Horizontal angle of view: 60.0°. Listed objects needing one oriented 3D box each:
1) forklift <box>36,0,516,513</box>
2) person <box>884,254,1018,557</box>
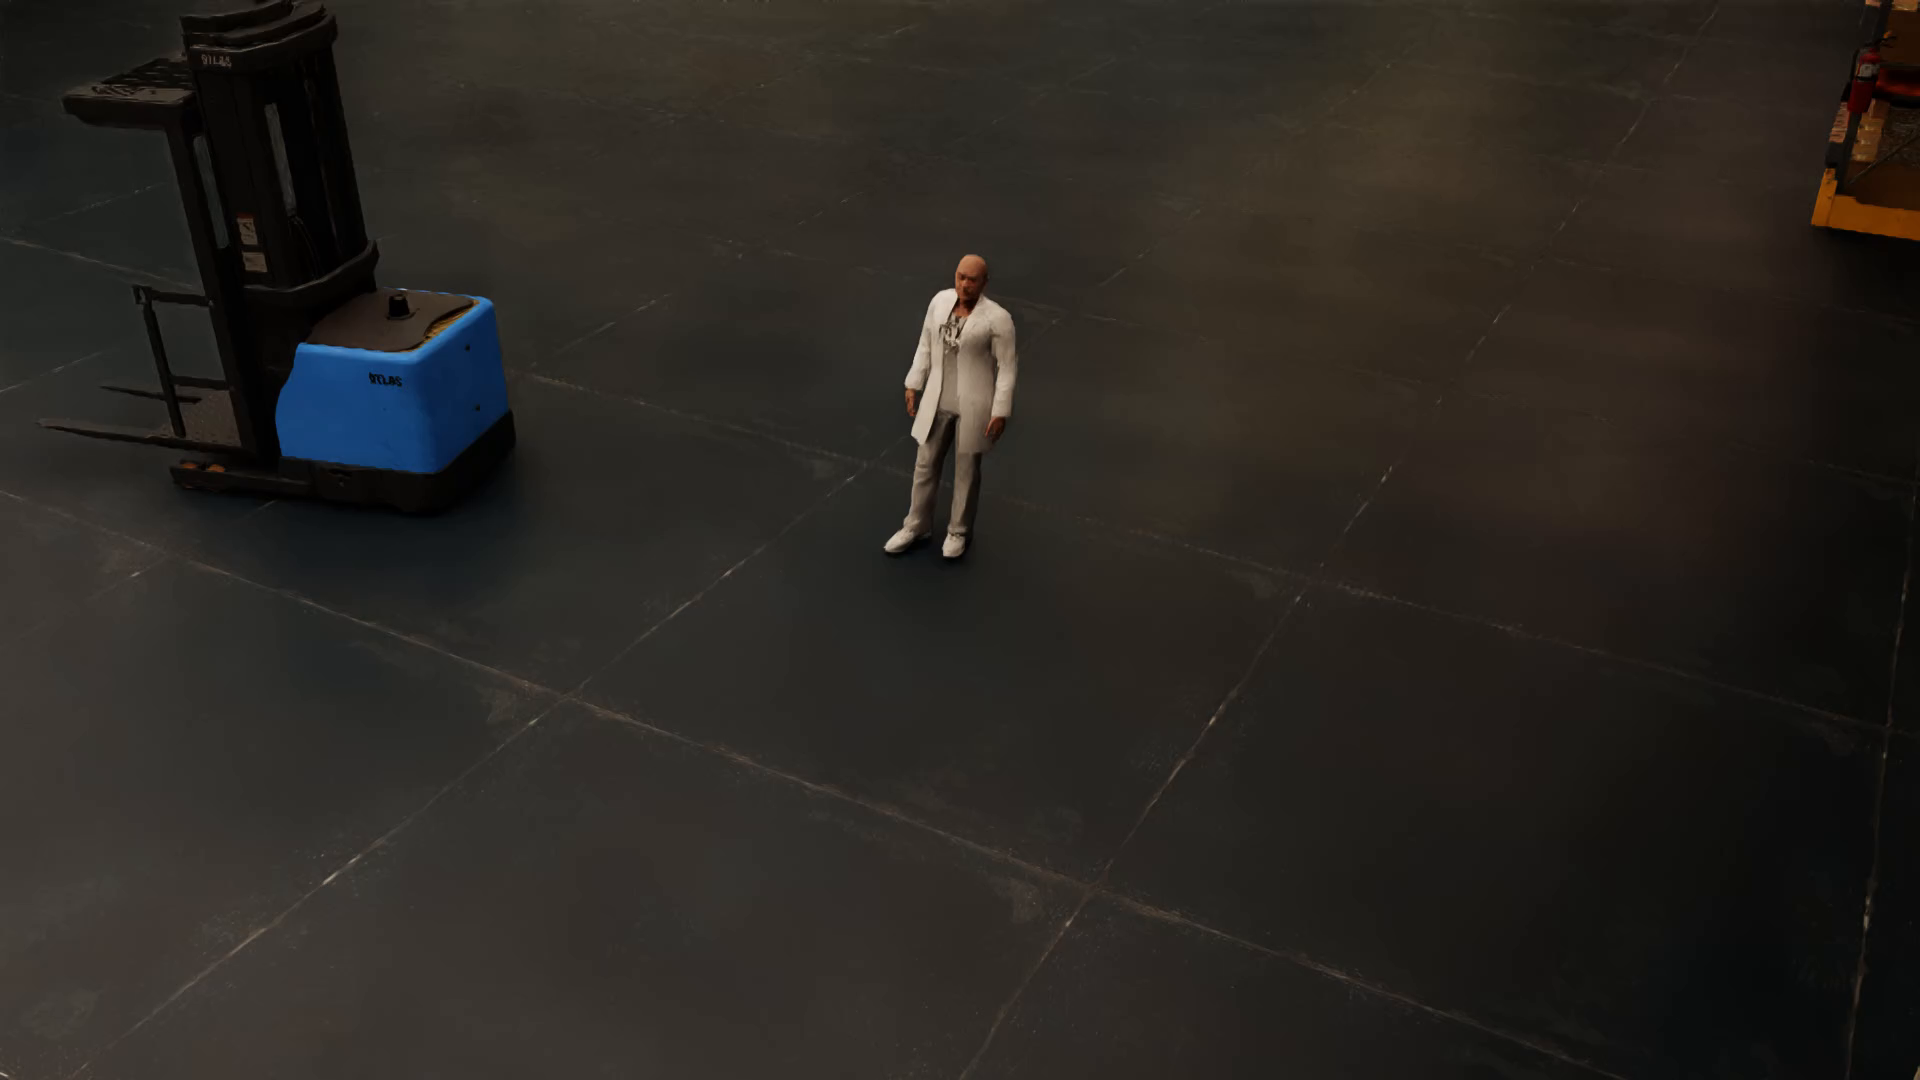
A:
[{"bbox_3d":[-4.507,-1.823,10.229,3.031,2.935,1.130,7,31,12],"label":"forklift"},{"bbox_3d":[-0.048,-0.737,9.488,0.694,1.776,0.579,15,33,25],"label":"person"}]
